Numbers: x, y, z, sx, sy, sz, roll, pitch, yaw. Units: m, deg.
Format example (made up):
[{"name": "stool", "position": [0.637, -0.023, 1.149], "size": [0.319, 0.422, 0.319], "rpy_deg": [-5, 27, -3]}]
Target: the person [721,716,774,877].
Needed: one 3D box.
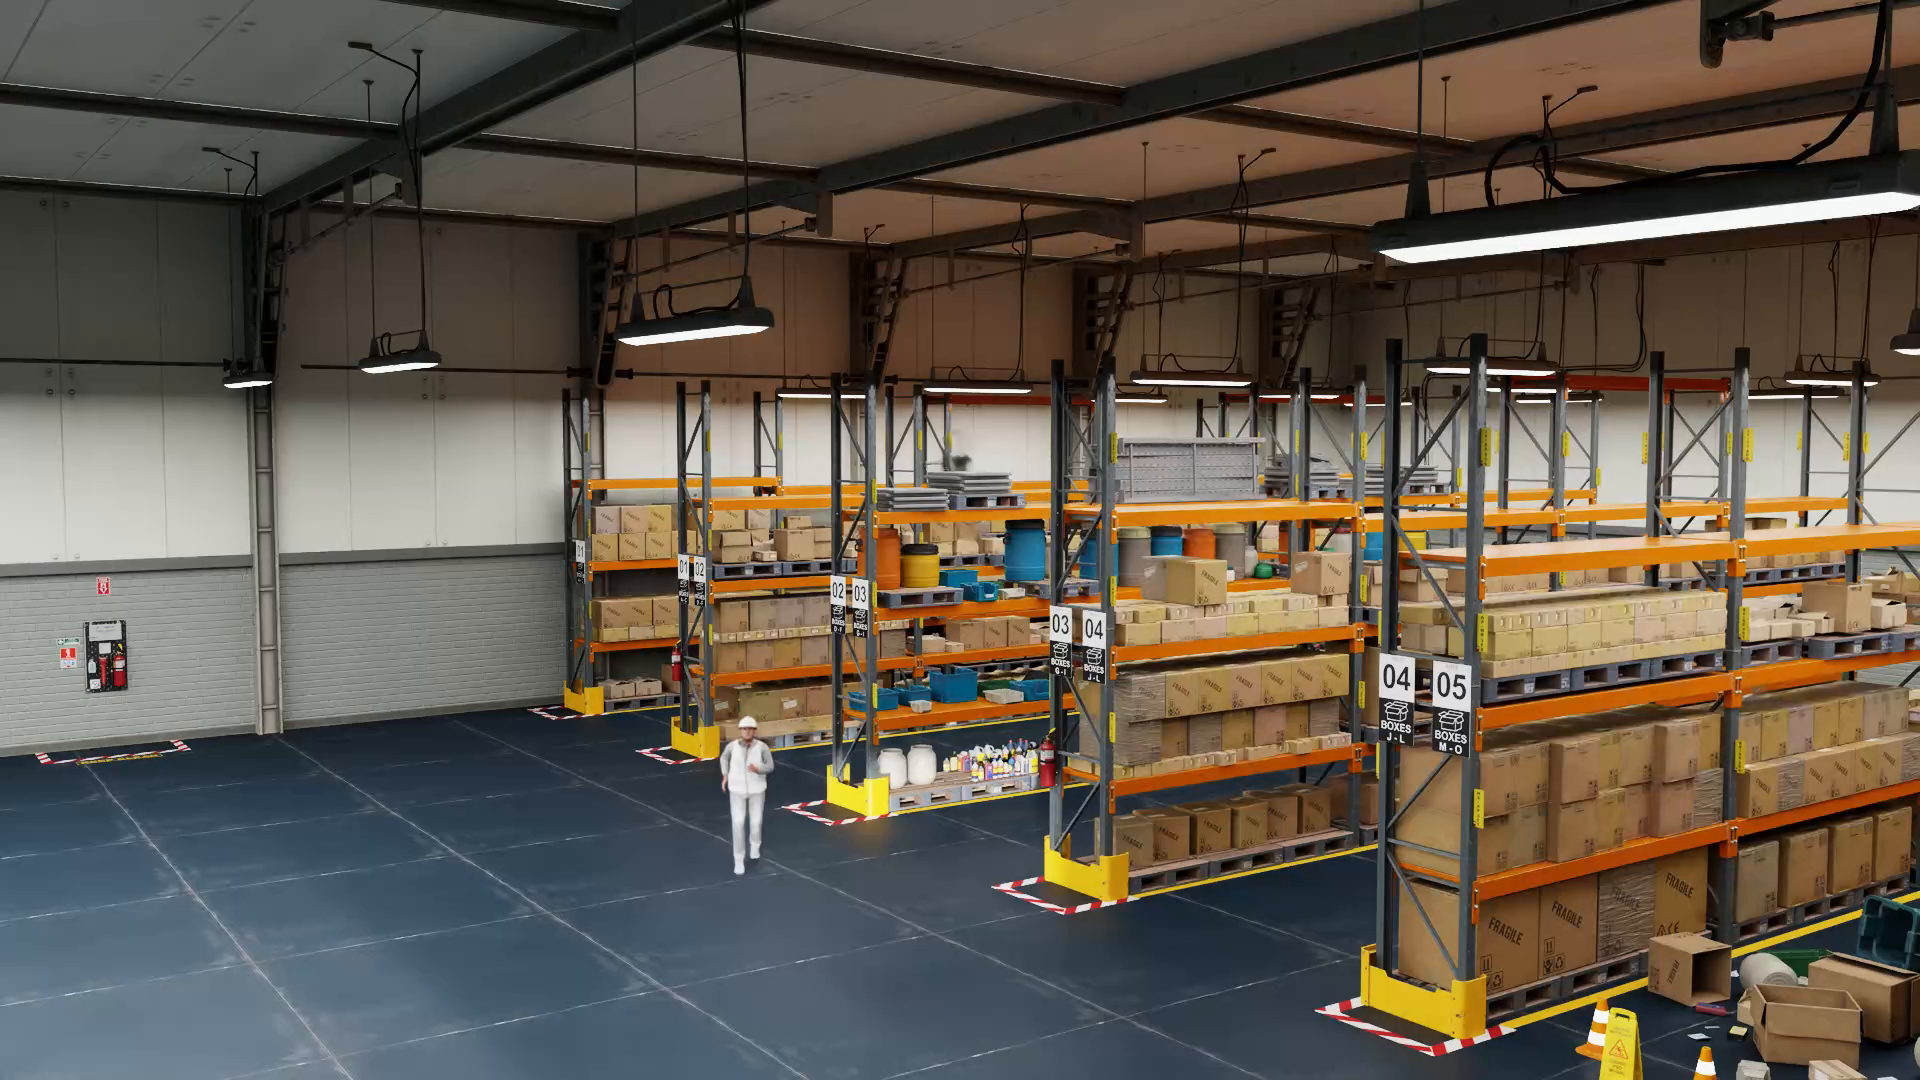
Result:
[{"name": "person", "position": [-2.526, 2.930, 19.772], "size": [0.634, 1.684, 0.799], "rpy_deg": [0, 4, -7]}]

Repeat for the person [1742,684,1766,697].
[{"name": "person", "position": [11.130, 2.781, 23.255], "size": [0.954, 1.779, 0.664], "rpy_deg": [-4, 5, -45]}]
